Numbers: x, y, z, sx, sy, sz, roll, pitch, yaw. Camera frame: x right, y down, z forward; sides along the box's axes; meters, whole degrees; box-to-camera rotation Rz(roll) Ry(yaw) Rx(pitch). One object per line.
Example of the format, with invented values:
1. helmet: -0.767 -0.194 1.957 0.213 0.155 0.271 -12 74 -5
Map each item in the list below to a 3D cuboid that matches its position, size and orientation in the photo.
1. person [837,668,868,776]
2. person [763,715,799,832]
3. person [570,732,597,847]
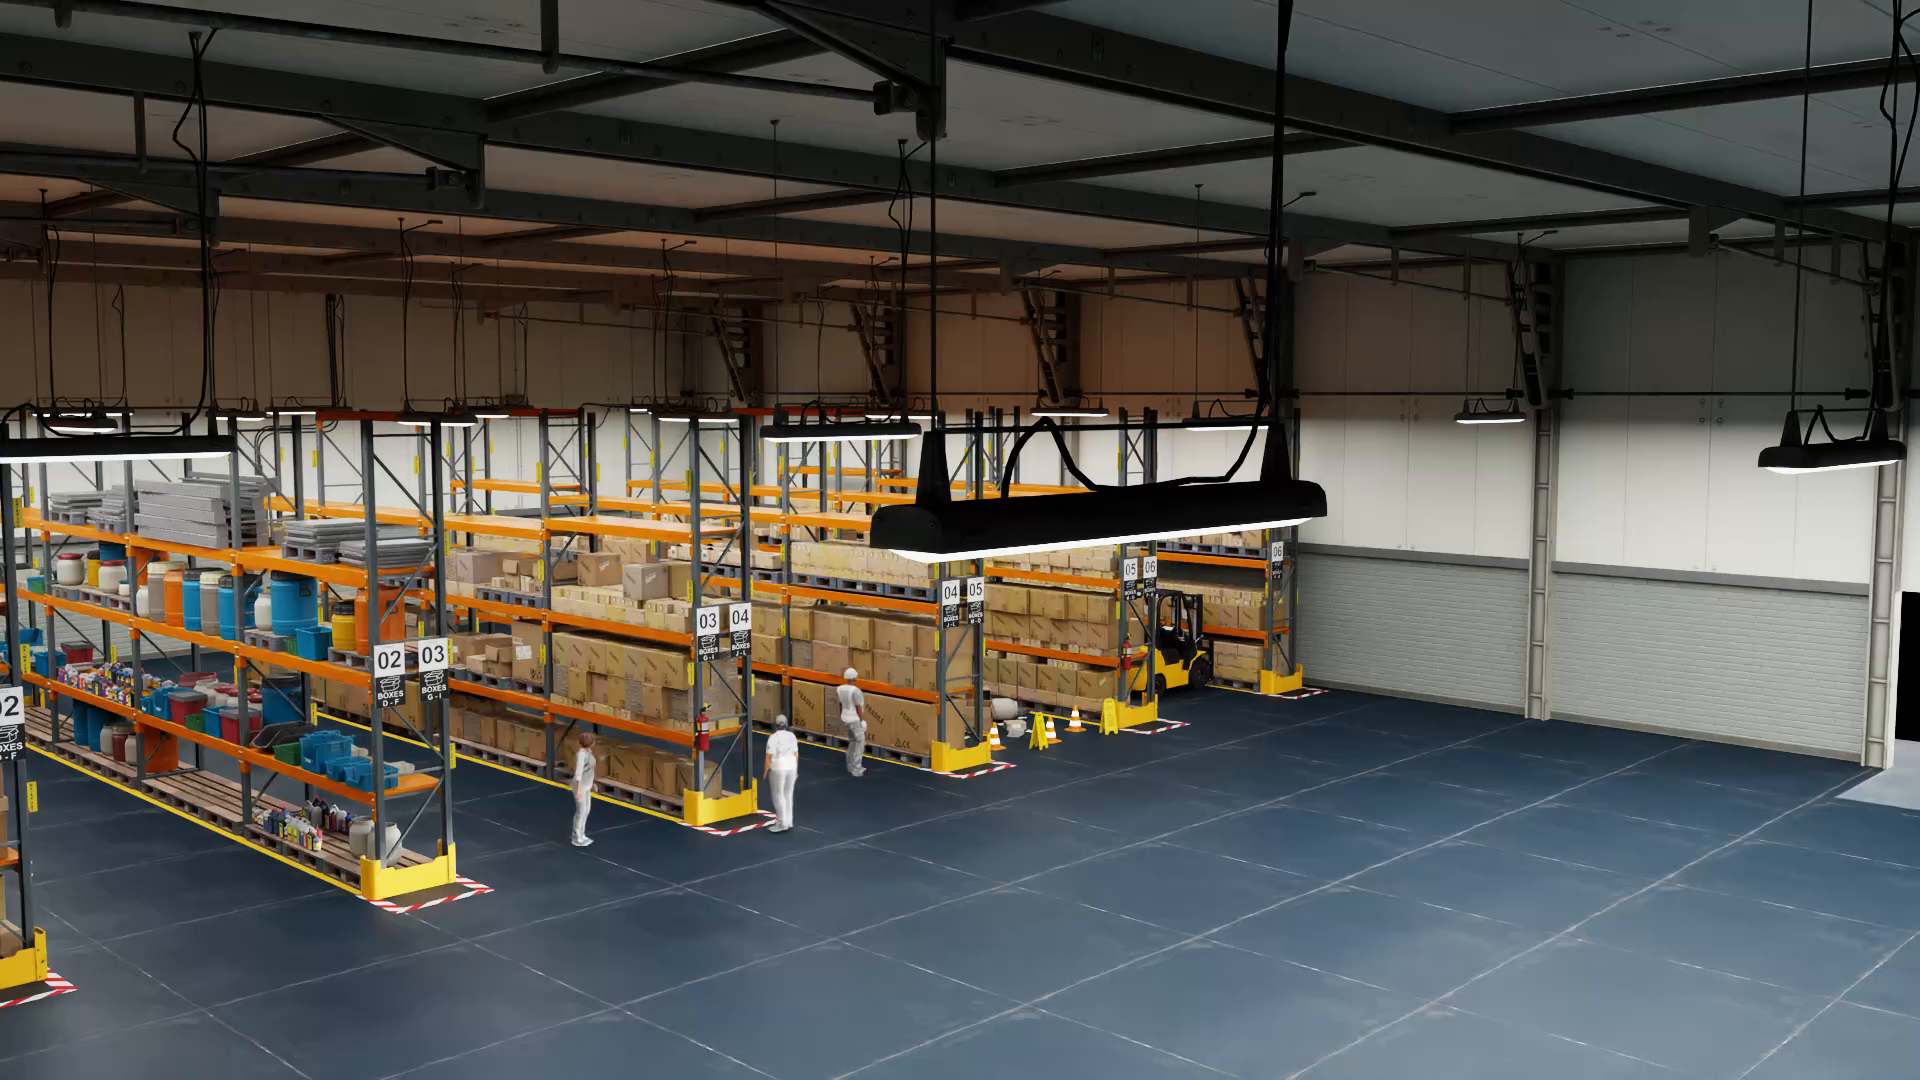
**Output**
1. person: -1.790 3.040 27.687 0.449 1.853 0.643 -2 6 -25
2. person: -2.599 3.371 24.125 0.528 1.684 0.406 -4 6 -38
3. person: -5.277 3.478 23.275 0.366 1.597 0.466 0 5 1
